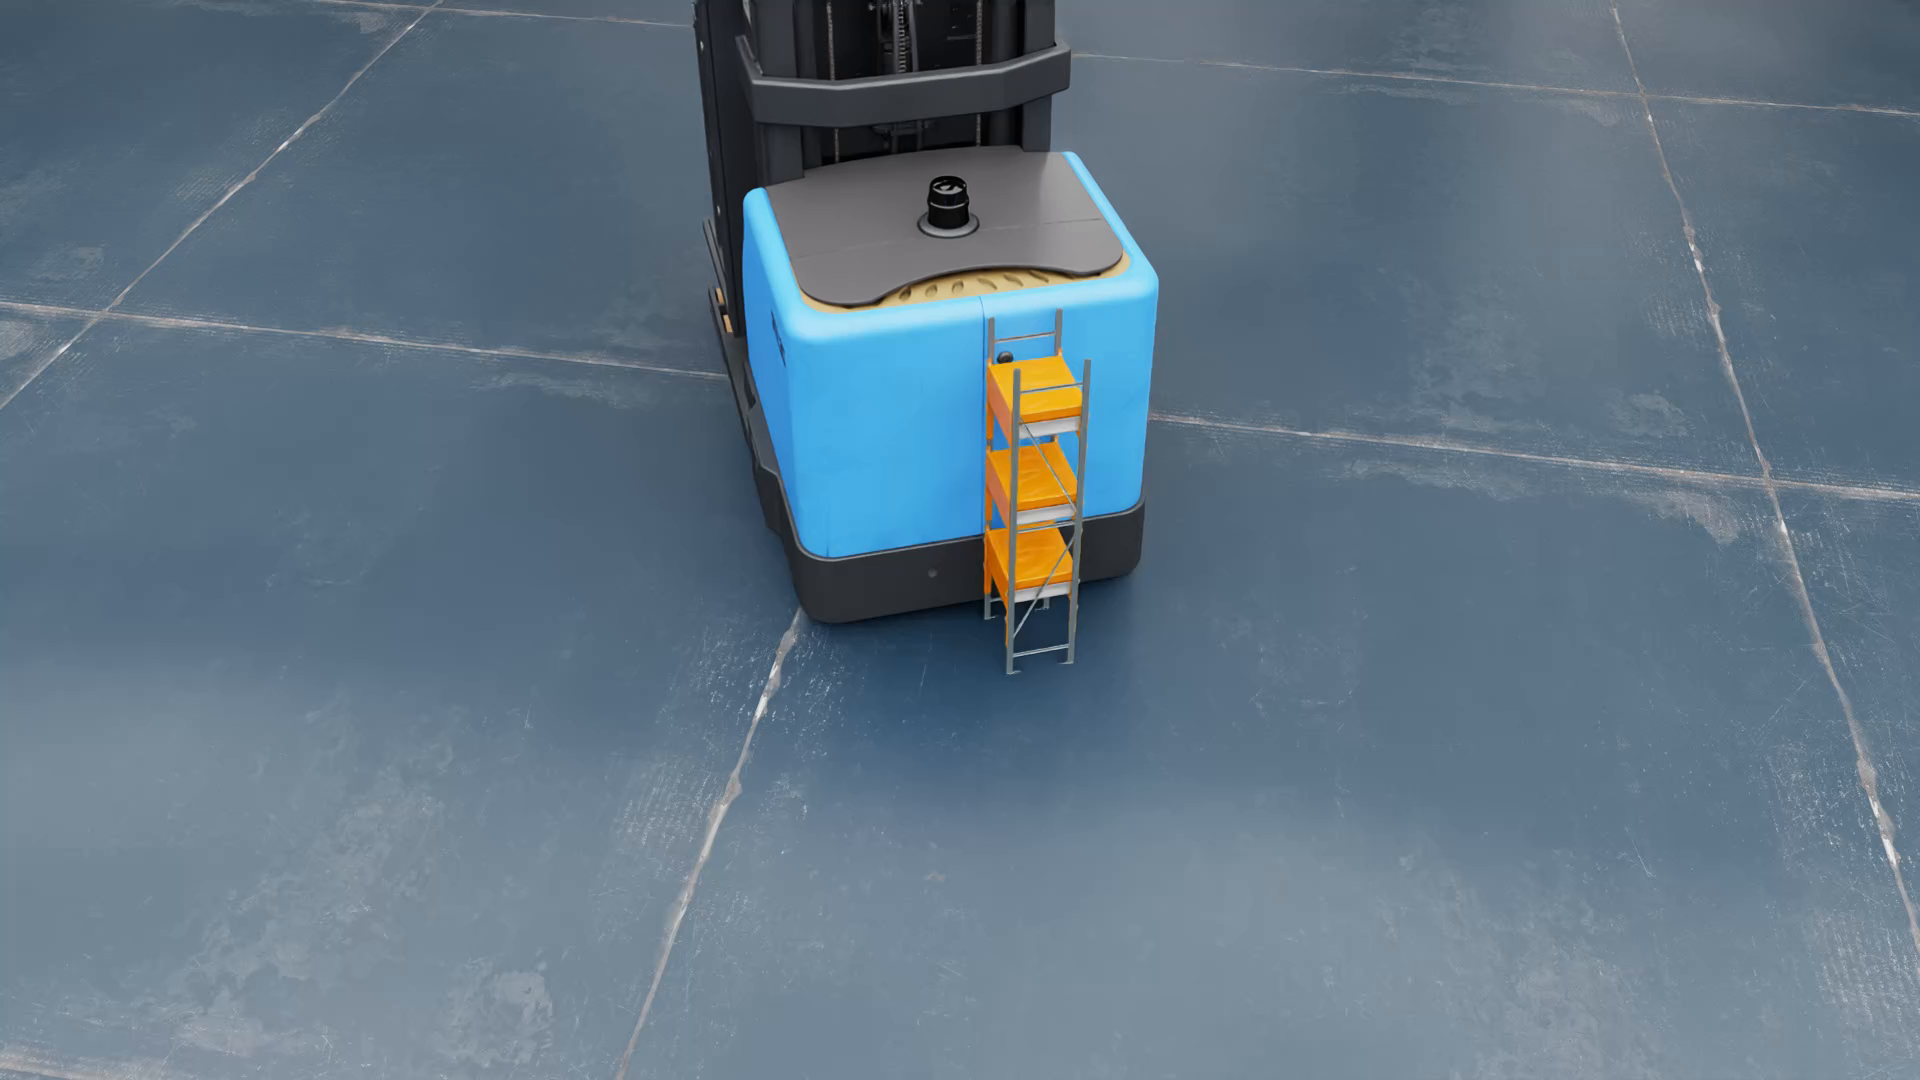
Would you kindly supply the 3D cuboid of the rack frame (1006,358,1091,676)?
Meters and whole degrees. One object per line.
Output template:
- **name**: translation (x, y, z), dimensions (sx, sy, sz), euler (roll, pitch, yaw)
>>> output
- **rack frame**: translation (0.230, -0.033, 4.465), dimensions (0.200, 1.050, 0.008), euler (-9, 40, -11)

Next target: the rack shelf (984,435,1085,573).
- **rack shelf**: translation (0.200, -0.100, 4.563), dimensions (0.215, 0.259, 0.240), euler (-9, 40, -11)

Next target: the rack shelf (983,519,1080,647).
- **rack shelf**: translation (0.200, 0.114, 4.740), dimensions (0.215, 0.259, 0.240), euler (-9, 40, -11)

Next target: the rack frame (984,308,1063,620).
- **rack frame**: translation (0.170, -0.183, 4.648), dimensions (0.200, 1.050, 0.008), euler (-9, 40, -11)

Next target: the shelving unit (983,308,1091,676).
- **shelving unit**: translation (0.200, -0.108, 4.557), dimensions (0.215, 1.050, 0.252), euler (-9, 40, -11)

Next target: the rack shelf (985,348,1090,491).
- **rack shelf**: translation (0.200, -0.318, 4.382), dimensions (0.215, 0.259, 0.240), euler (-9, 40, -11)

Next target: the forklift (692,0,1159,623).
- **forklift**: translation (-0.308, -1.834, 5.168), dimensions (1.130, 2.935, 3.031), euler (-9, 40, -11)
